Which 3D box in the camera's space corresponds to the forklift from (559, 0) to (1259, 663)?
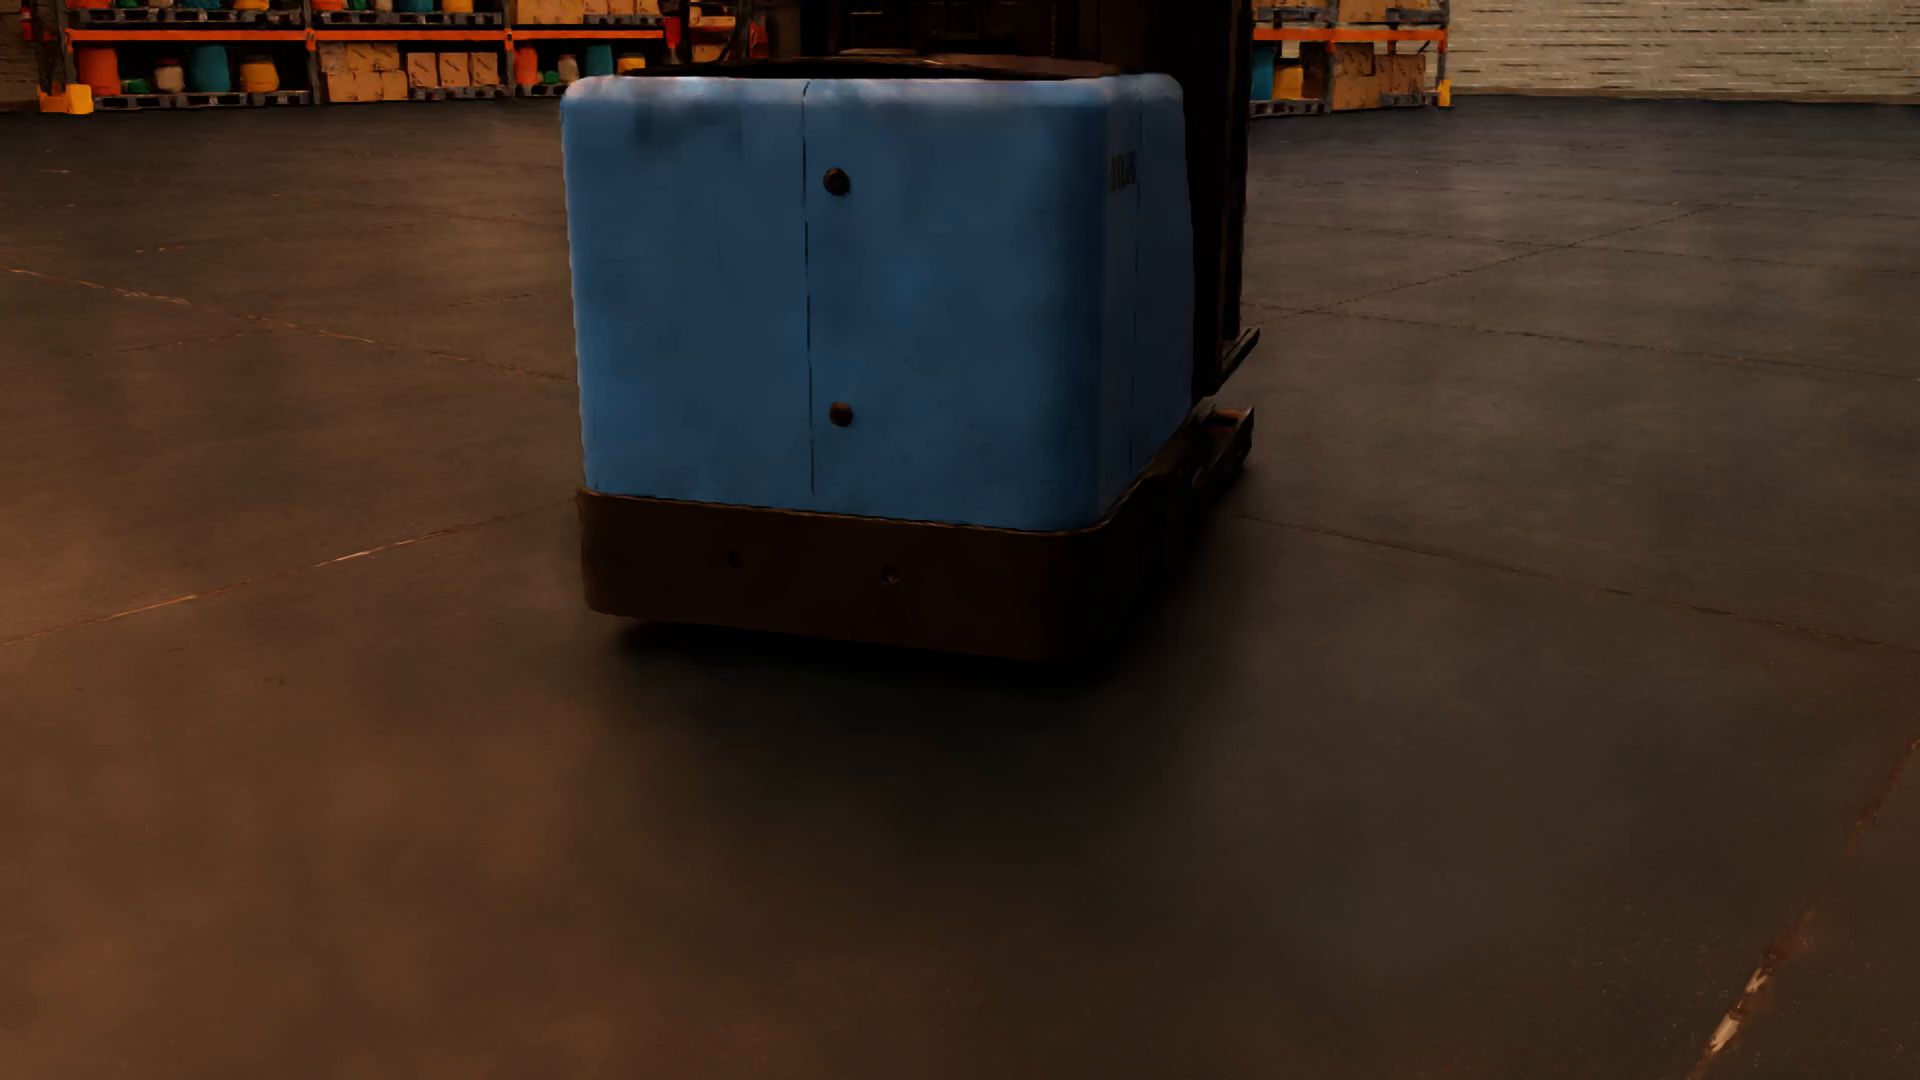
[{"bbox_3d":[0.182,-1.571,4.072,1.130,2.935,3.031,5,18,17],"label":"forklift"}]
